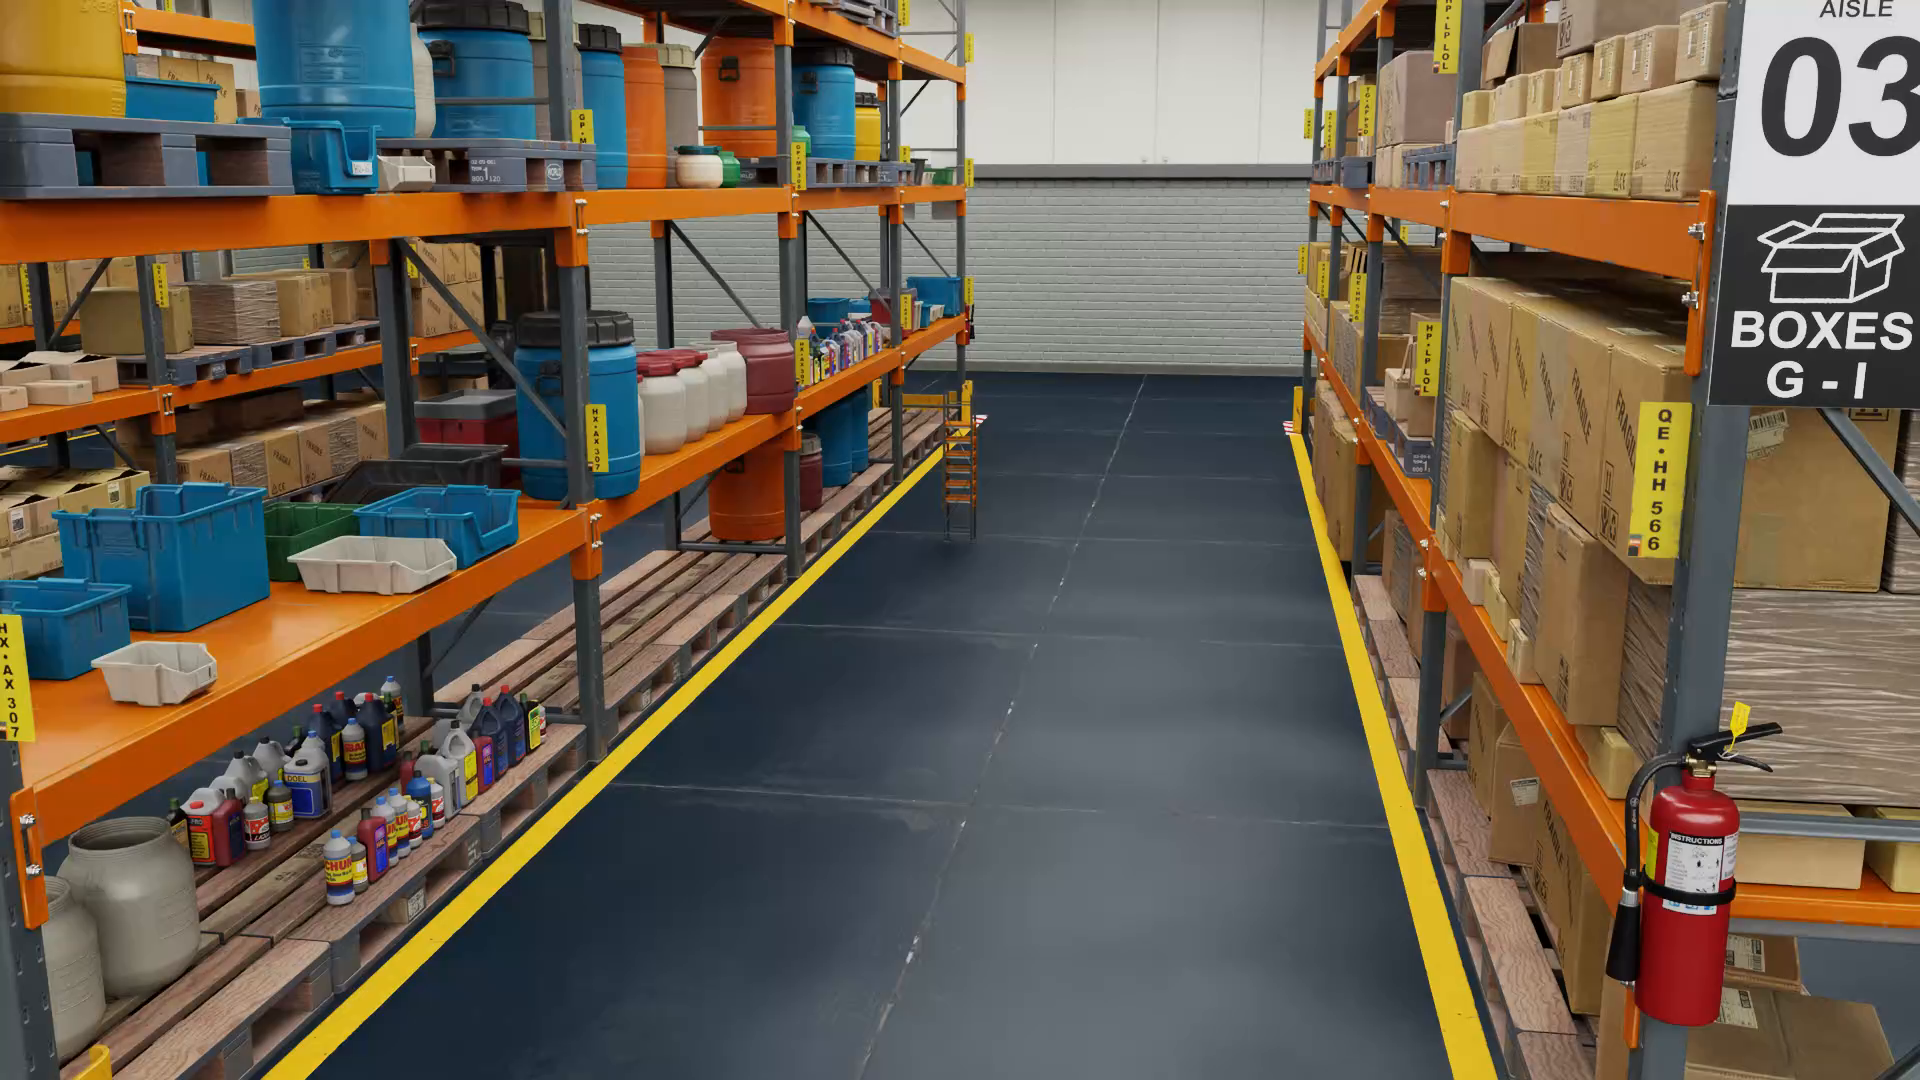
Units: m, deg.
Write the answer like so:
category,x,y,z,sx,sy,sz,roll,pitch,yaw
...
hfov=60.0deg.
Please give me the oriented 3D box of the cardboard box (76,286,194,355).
category,x,y,z,sx,sy,sz,roll,pitch,yaw
cardboard box,-6.578,-1.756,13.288,0.700,0.500,0.500,-2,12,-10

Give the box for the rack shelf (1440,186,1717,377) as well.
category,x,y,z,sx,sy,sz,roll,pitch,yaw
rack shelf,2.302,-0.911,5.189,1.077,0.370,4.000,2,12,9

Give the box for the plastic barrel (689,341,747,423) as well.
category,x,y,z,sx,sy,sz,roll,pitch,yaw
plastic barrel,-1.617,-1.040,10.932,0.421,0.512,0.421,0,12,0

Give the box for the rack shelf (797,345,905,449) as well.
category,x,y,z,sx,sy,sz,roll,pitch,yaw
rack shelf,-1.362,-1.271,13.977,1.077,0.370,4.000,2,12,9

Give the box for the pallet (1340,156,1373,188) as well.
category,x,y,z,sx,sy,sz,roll,pitch,yaw
pallet,3.271,-2.555,11.558,1.213,0.211,1.003,2,12,11

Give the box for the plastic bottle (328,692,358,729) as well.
category,x,y,z,sx,sy,sz,roll,pitch,yaw
plastic bottle,-2.819,0.861,7.621,0.144,0.351,0.185,2,12,10

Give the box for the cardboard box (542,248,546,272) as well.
category,x,y,z,sx,sy,sz,roll,pitch,yaw
cardboard box,-5.130,-3.469,19.858,0.500,0.500,0.500,2,12,8

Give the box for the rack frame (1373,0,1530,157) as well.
category,x,y,z,sx,sy,sz,roll,pitch,yaw
rack frame,3.224,-3.978,10.593,1.000,3.000,0.127,2,12,9

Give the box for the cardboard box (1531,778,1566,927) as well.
category,x,y,z,sx,sy,sz,roll,pitch,yaw
cardboard box,2.410,1.137,6.034,0.500,0.500,0.500,1,12,4

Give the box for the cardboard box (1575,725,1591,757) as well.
category,x,y,z,sx,sy,sz,roll,pitch,yaw
cardboard box,1.914,0.519,4.560,0.380,0.149,0.250,2,12,9

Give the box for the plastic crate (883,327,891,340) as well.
category,x,y,z,sx,sy,sz,roll,pitch,yaw
plastic crate,-0.842,-2.031,16.282,0.396,0.136,0.243,2,12,9

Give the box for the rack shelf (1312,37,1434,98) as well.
category,x,y,z,sx,sy,sz,roll,pitch,yaw
rack shelf,4.147,-4.680,16.506,1.077,0.370,4.000,2,12,9

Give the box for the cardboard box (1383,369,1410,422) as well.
category,x,y,z,sx,sy,sz,roll,pitch,yaw
cardboard box,2.739,-0.836,9.612,0.500,0.250,0.500,2,12,7

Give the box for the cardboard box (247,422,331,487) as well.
category,x,y,z,sx,sy,sz,roll,pitch,yaw
cardboard box,-5.979,-0.768,14.826,0.500,0.500,0.500,1,12,7

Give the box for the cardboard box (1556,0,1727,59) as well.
category,x,y,z,sx,sy,sz,roll,pitch,yaw
cardboard box,1.982,-1.616,4.622,0.500,0.500,0.500,2,12,9

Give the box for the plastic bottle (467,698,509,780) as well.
category,x,y,z,sx,sy,sz,roll,pitch,yaw
plastic bottle,-2.129,0.890,7.487,0.144,0.351,0.185,1,12,6

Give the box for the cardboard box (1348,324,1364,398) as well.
category,x,y,z,sx,sy,sz,roll,pitch,yaw
cardboard box,3.138,-1.309,12.209,0.500,0.500,0.500,2,12,8

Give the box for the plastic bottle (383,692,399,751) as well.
category,x,y,z,sx,sy,sz,roll,pitch,yaw
plastic bottle,-2.684,0.863,7.772,0.061,0.283,0.133,2,12,9

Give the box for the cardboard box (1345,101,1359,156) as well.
category,x,y,z,sx,sy,sz,roll,pitch,yaw
cardboard box,3.901,-3.812,15.472,0.700,0.500,0.500,1,12,5

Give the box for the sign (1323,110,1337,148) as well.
category,x,y,z,sx,sy,sz,roll,pitch,yaw
sign,3.291,-3.654,14.791,0.100,0.325,0.005,2,12,9

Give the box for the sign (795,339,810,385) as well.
category,x,y,z,sx,sy,sz,roll,pitch,yaw
sign,-1.125,-1.269,11.876,0.100,0.325,0.005,2,12,9

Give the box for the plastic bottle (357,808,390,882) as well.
category,x,y,z,sx,sy,sz,roll,pitch,yaw
plastic bottle,-2.260,1.158,6.402,0.061,0.283,0.133,2,12,10

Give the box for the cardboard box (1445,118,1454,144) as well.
category,x,y,z,sx,sy,sz,roll,pitch,yaw
cardboard box,2.799,-2.164,8.851,0.380,0.166,0.250,2,12,7

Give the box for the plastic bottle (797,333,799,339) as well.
category,x,y,z,sx,sy,sz,roll,pitch,yaw
plastic bottle,-1.494,-1.696,14.539,0.152,0.276,0.135,2,12,9

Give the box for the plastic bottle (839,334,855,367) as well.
category,x,y,z,sx,sy,sz,roll,pitch,yaw
plastic bottle,-0.986,-1.628,14.223,0.152,0.276,0.135,2,12,9

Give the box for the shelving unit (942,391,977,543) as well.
category,x,y,z,sx,sy,sz,roll,pitch,yaw
shelving unit,-0.002,-0.584,13.353,0.258,1.200,0.189,2,12,9

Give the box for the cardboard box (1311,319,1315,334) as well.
category,x,y,z,sx,sy,sz,roll,pitch,yaw
cardboard box,3.839,-2.205,17.199,0.380,0.149,0.250,2,12,7

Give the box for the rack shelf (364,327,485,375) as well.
category,x,y,z,sx,sy,sz,roll,pitch,yaw
rack shelf,-5.641,-2.265,18.589,1.077,0.370,4.000,2,12,9

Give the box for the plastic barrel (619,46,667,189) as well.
category,x,y,z,sx,sy,sz,roll,pitch,yaw
plastic barrel,-2.111,-2.582,10.216,0.600,0.830,0.708,2,12,9

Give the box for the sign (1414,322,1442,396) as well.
category,x,y,z,sx,sy,sz,roll,pitch,yaw
sign,2.060,-0.796,7.319,0.100,0.325,0.005,2,12,9

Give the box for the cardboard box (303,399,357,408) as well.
category,x,y,z,sx,sy,sz,roll,pitch,yaw
cardboard box,-6.264,-1.100,16.368,0.500,0.500,0.500,1,12,6

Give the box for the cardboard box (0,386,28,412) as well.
category,x,y,z,sx,sy,sz,roll,pitch,yaw
cardboard box,-6.704,-0.977,11.504,0.380,0.149,0.250,3,12,13

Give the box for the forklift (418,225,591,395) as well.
category,x,y,z,sx,sy,sz,roll,pitch,yaw
forklift,-4.050,-1.733,14.578,1.130,2.935,3.031,11,16,42

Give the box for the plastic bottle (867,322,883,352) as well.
category,x,y,z,sx,sy,sz,roll,pitch,yaw
plastic bottle,-0.796,-1.885,15.417,0.152,0.276,0.135,2,12,9

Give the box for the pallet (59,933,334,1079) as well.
category,x,y,z,sx,sy,sz,roll,pitch,yaw
pallet,-2.805,1.636,5.400,1.003,0.211,1.213,2,12,9

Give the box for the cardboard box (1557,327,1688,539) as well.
category,x,y,z,sx,sy,sz,roll,pitch,yaw
cardboard box,1.906,-0.290,4.402,0.500,0.500,0.500,2,12,9

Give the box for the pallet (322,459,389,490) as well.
category,x,y,z,sx,sy,sz,roll,pitch,yaw
pallet,-6.036,-0.666,16.084,1.003,0.211,1.213,2,12,9

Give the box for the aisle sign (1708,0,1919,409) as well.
category,x,y,z,sx,sy,sz,roll,pitch,yaw
aisle sign,1.688,-0.648,3.209,0.394,0.787,0.004,2,12,9

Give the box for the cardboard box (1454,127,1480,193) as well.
category,x,y,z,sx,sy,sz,roll,pitch,yaw
cardboard box,2.287,-1.520,6.664,0.500,0.250,0.500,1,12,6

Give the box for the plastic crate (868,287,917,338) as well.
category,x,y,z,sx,sy,sz,roll,pitch,yaw
plastic crate,-0.669,-2.277,16.645,0.402,0.464,0.583,2,12,9

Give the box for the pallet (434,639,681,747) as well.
category,x,y,z,sx,sy,sz,roll,pitch,yaw
pallet,-2.202,0.825,9.164,1.003,0.211,1.213,2,12,9

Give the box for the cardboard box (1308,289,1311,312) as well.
category,x,y,z,sx,sy,sz,roll,pitch,yaw
cardboard box,4.041,-2.583,18.010,0.500,0.250,0.500,2,12,8

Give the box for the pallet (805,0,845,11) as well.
category,x,y,z,sx,sy,sz,roll,pitch,yaw
pallet,-1.528,-4.000,12.091,1.213,0.211,1.003,2,12,9

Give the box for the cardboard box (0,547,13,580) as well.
category,x,y,z,sx,sy,sz,roll,pitch,yaw
cardboard box,-6.636,0.208,10.937,0.500,0.250,0.500,2,12,10

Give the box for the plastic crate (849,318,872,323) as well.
category,x,y,z,sx,sy,sz,roll,pitch,yaw
plastic crate,-1.148,-2.175,16.977,0.437,0.125,0.590,2,12,9

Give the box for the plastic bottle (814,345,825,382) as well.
category,x,y,z,sx,sy,sz,roll,pitch,yaw
plastic bottle,-1.111,-1.399,13.143,0.061,0.283,0.133,2,12,9

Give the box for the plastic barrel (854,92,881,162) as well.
category,x,y,z,sx,sy,sz,roll,pitch,yaw
plastic barrel,-0.994,-3.606,14.541,0.600,0.588,0.600,0,12,0

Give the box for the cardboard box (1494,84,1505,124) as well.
category,x,y,z,sx,sy,sz,roll,pitch,yaw
cardboard box,2.218,-1.629,6.224,0.380,0.149,0.250,2,12,9

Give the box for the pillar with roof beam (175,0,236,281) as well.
category,x,y,z,sx,sy,sz,roll,pitch,yaw
pillar with roof beam,-6.414,-6.576,22.645,9.100,9.000,0.400,2,12,9

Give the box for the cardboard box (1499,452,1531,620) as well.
category,x,y,z,sx,sy,sz,roll,pitch,yaw
cardboard box,2.272,-0.002,5.441,0.875,0.500,0.500,2,12,9

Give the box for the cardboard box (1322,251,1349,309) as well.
category,x,y,z,sx,sy,sz,roll,pitch,yaw
cardboard box,3.646,-2.421,15.478,0.500,0.500,0.500,2,12,10

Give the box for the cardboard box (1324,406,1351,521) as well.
category,x,y,z,sx,sy,sz,roll,pitch,yaw
cardboard box,3.496,-0.540,12.927,1.225,0.875,0.875,2,12,9

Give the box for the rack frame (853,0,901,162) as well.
category,x,y,z,sx,sy,sz,roll,pitch,yaw
rack frame,-1.054,-4.971,15.201,1.000,3.000,0.127,2,12,9
